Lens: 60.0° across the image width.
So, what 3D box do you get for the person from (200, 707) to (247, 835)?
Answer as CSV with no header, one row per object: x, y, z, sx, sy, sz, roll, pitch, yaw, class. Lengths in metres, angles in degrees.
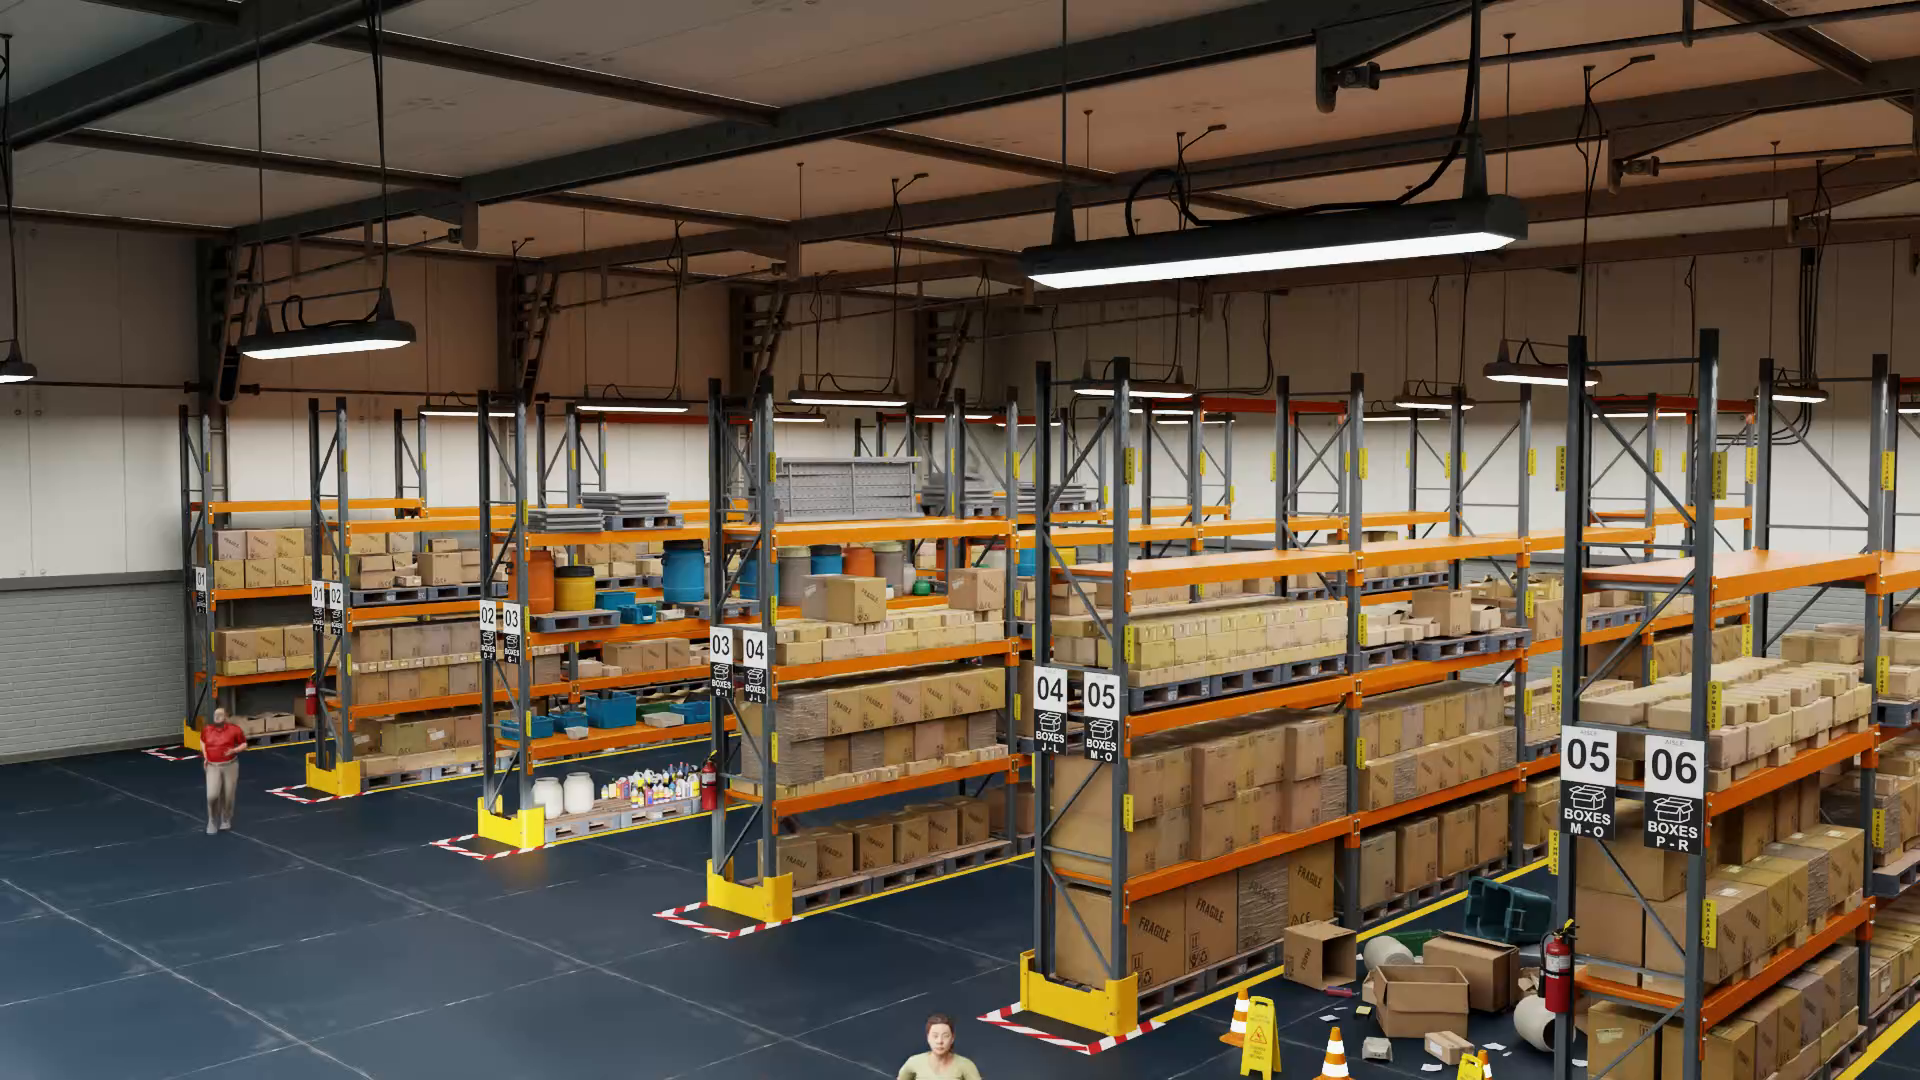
-9.989,3.143,22.523,0.631,1.748,0.700,-1,3,-16,person

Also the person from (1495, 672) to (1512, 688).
8.311,2.914,25.442,0.938,1.780,0.642,-3,4,-42,person

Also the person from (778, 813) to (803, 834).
-2.180,3.191,21.292,0.665,1.698,0.642,-3,4,-43,person

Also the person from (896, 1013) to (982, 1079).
-0.122,3.777,10.390,0.586,1.645,0.918,0,3,0,person
